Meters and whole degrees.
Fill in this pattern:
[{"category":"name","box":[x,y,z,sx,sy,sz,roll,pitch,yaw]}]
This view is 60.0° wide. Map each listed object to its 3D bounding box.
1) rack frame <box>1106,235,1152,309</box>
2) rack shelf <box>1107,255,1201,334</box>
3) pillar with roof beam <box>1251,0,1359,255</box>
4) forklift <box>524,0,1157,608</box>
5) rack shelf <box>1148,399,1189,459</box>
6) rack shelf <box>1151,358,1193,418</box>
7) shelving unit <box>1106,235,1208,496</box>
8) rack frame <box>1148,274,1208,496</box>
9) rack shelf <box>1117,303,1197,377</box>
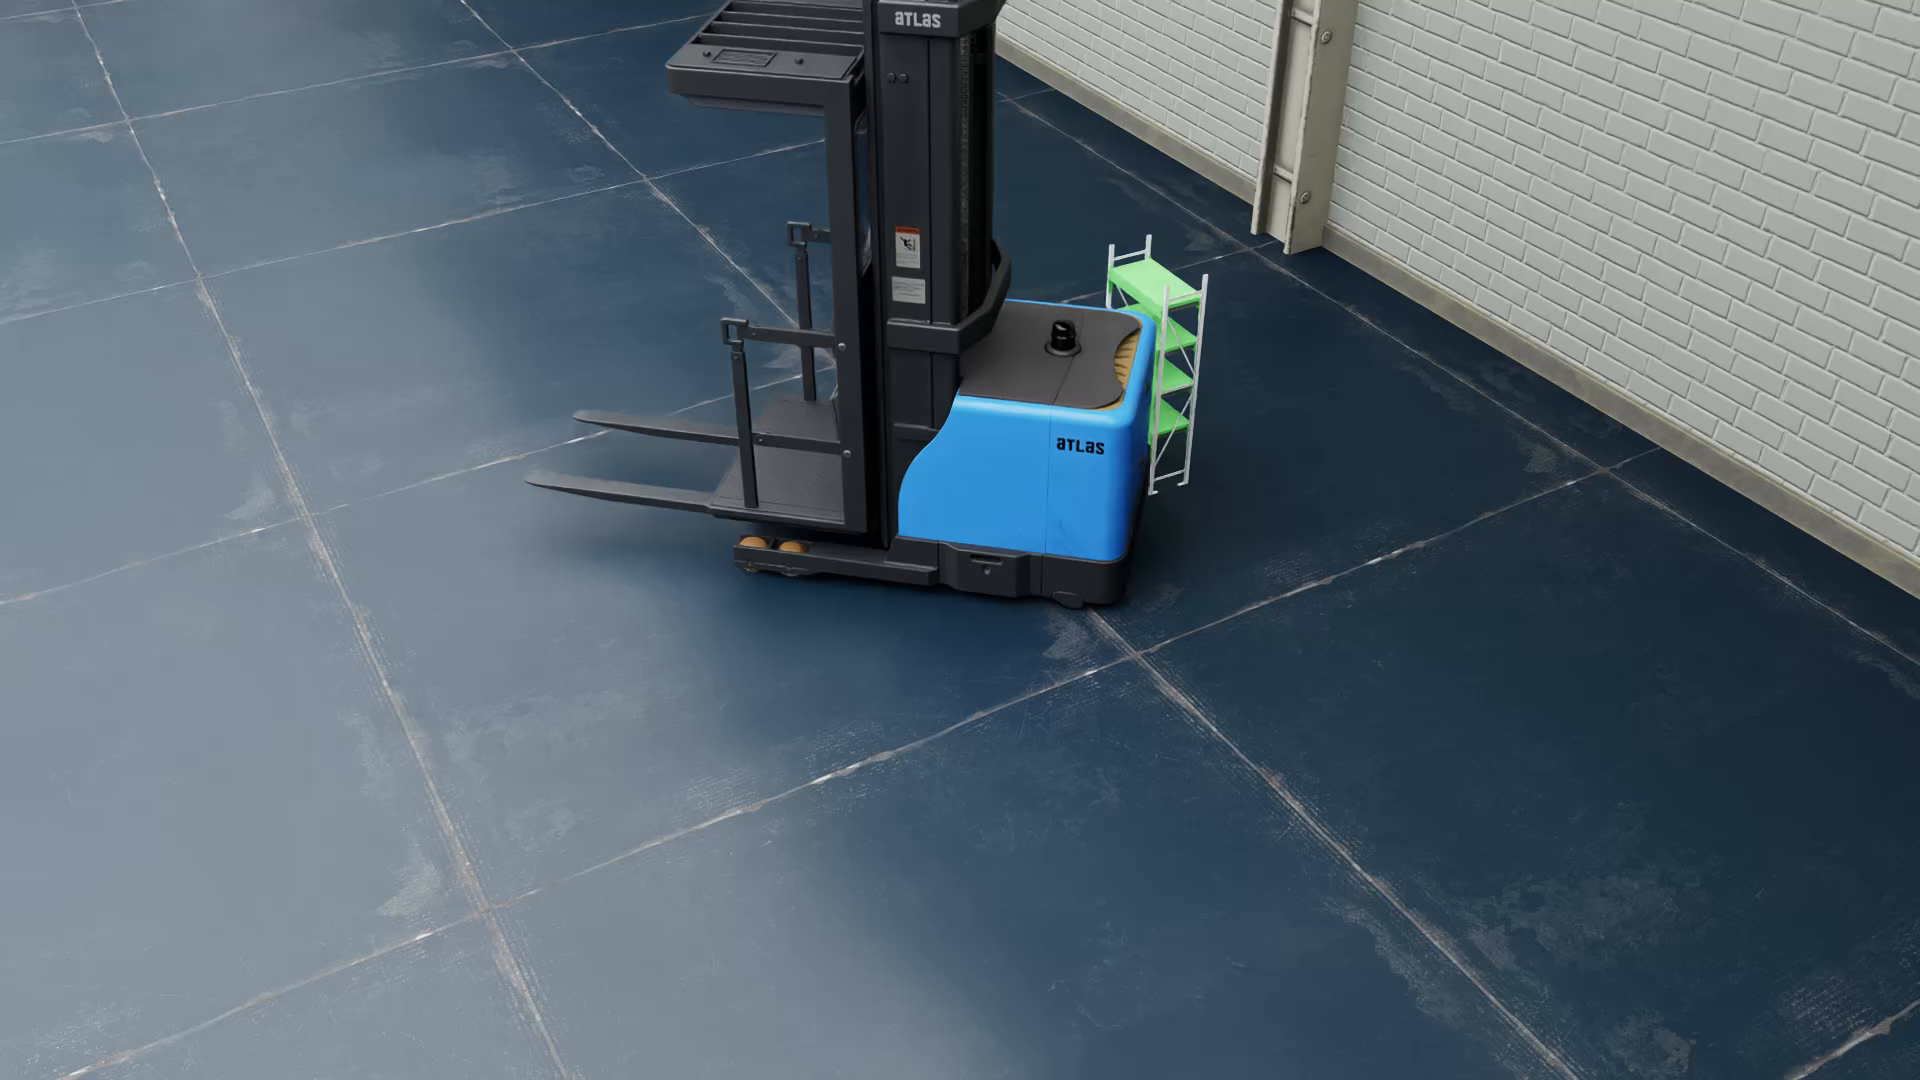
[{"category":"rack frame","box":[0.847,-1.004,8.607,0.240,1.200,0.015,-18,40,-22]},{"category":"rack shelf","box":[0.962,-1.213,8.188,0.258,0.148,0.480,-18,40,-22]},{"category":"pillar with roof beam","box":[-1.561,-4.352,6.580,9.100,9.000,0.400,-19,40,-24]},{"category":"forklift","box":[-0.622,-1.305,7.551,3.031,2.935,1.130,7,37,10]},{"category":"rack shelf","box":[0.962,-0.632,8.613,0.258,0.148,0.480,-18,40,-22]},{"category":"rack shelf","box":[0.962,-0.825,8.471,0.258,0.148,0.480,-18,40,-22]},{"category":"shelving unit","box":[0.962,-0.877,8.433,0.258,1.200,0.503,-18,40,-22]},{"category":"rack frame","box":[1.078,-0.750,8.260,0.240,1.200,0.015,-18,40,-22]},{"category":"rack shelf","box":[0.962,-1.019,8.330,0.258,0.148,0.480,-18,40,-22]}]
